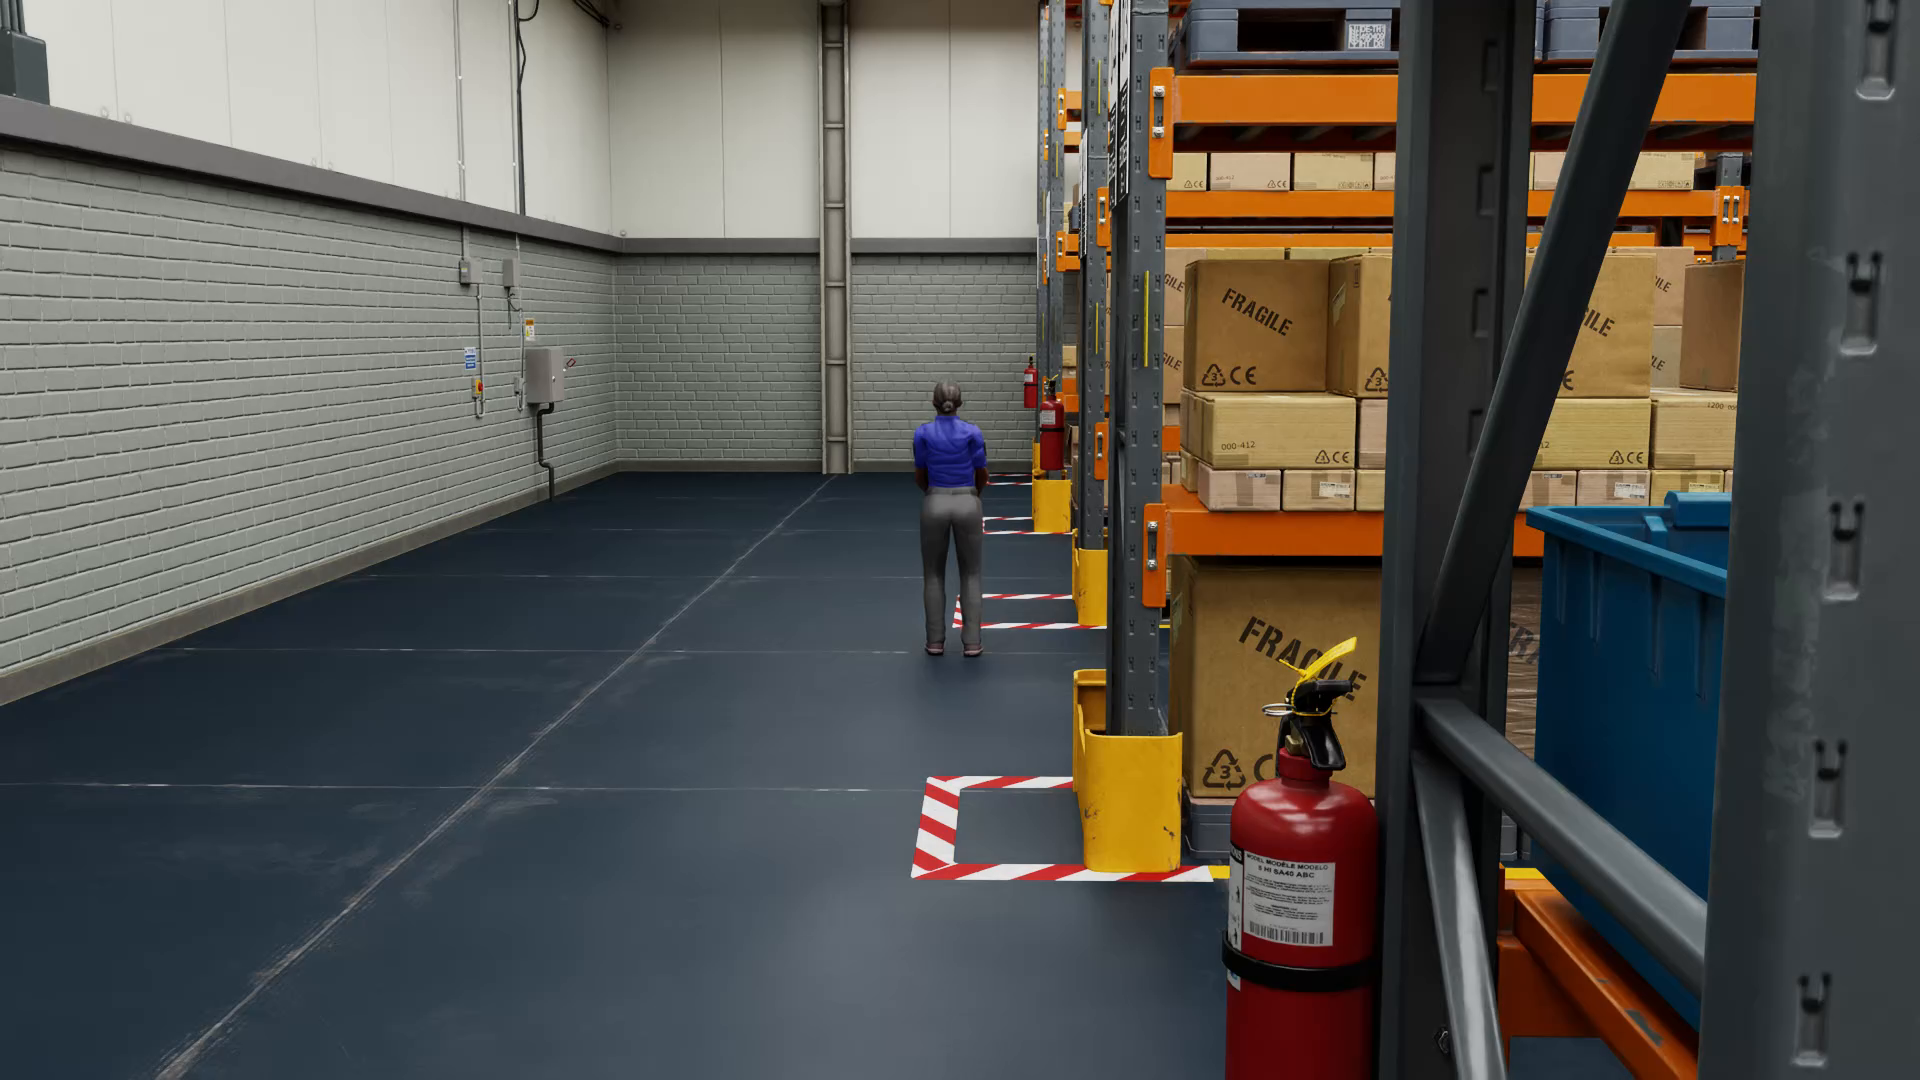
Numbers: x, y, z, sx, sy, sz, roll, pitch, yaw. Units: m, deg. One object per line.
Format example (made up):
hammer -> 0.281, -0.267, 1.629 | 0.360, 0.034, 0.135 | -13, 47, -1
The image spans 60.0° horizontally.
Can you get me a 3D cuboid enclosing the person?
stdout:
person -> -0.050, -0.142, 9.940 | 0.450, 1.647, 0.517 | 0, 7, 2
